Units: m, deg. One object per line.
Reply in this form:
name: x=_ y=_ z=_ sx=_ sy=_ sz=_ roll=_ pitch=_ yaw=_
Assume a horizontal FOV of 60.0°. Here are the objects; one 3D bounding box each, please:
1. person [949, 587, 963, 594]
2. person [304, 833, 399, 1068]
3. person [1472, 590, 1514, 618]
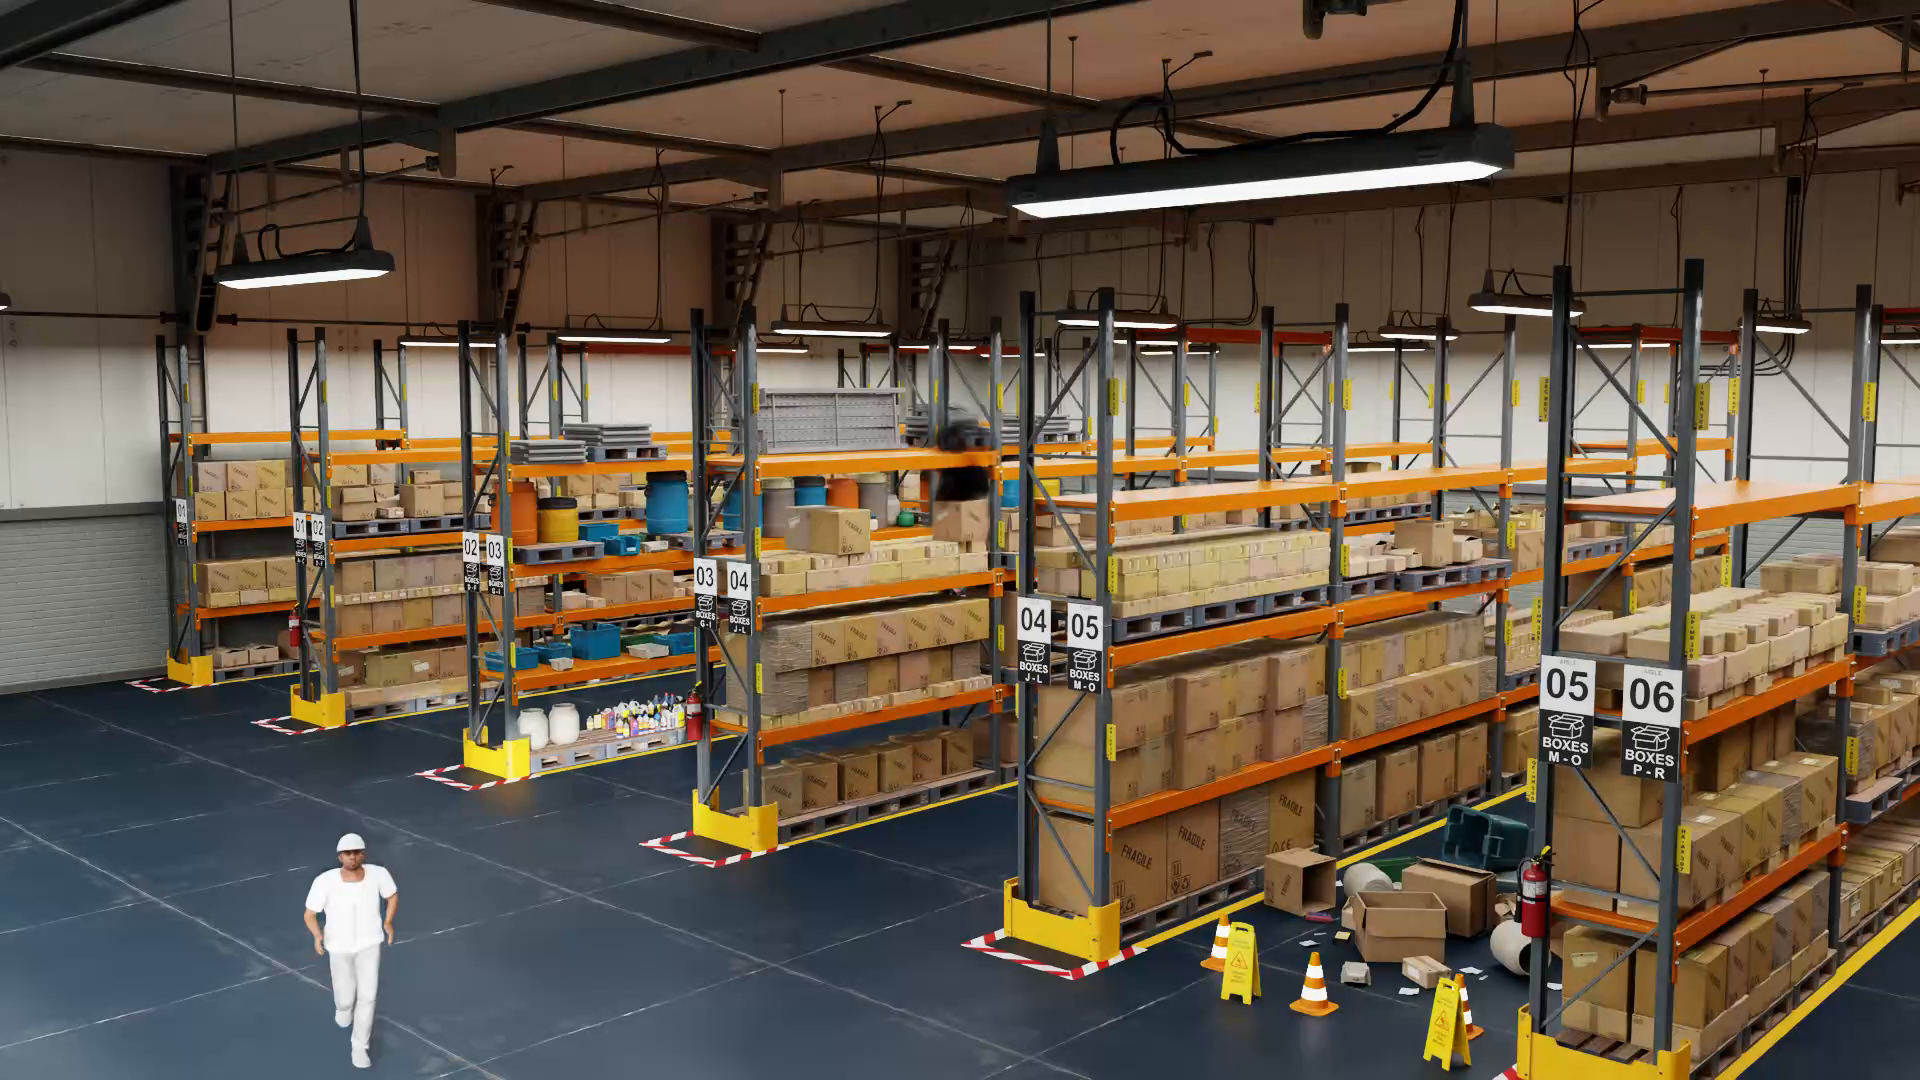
person: x=-0.145 y=1.344 z=32.592 sx=0.536 sy=1.542 sz=0.544 roll=3 pitch=6 yaw=28
person: x=-4.671 y=3.111 z=12.827 sx=0.698 sy=1.743 sz=0.779 roll=-2 pitch=6 yaw=-25
person: x=9.253 y=1.578 z=28.872 sx=0.697 sy=1.801 sz=0.834 roll=3 pitch=6 yaw=29
